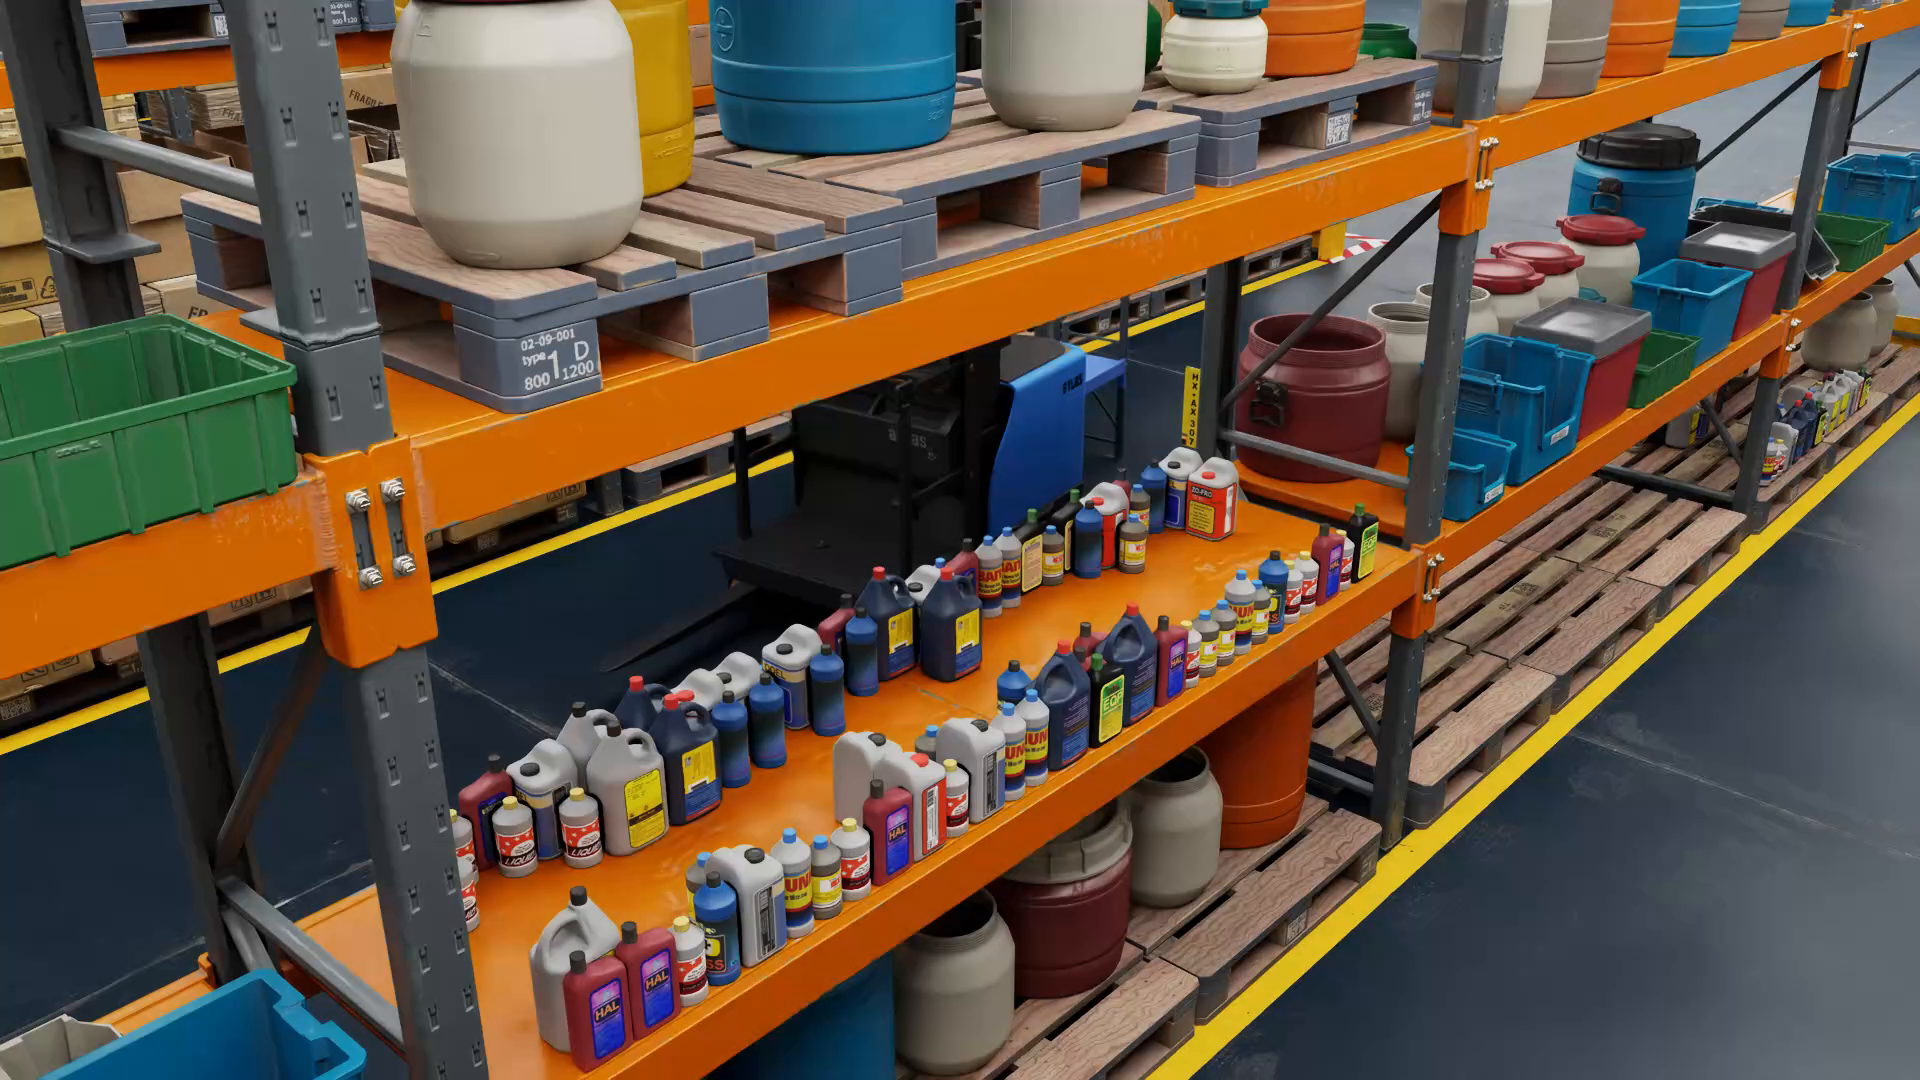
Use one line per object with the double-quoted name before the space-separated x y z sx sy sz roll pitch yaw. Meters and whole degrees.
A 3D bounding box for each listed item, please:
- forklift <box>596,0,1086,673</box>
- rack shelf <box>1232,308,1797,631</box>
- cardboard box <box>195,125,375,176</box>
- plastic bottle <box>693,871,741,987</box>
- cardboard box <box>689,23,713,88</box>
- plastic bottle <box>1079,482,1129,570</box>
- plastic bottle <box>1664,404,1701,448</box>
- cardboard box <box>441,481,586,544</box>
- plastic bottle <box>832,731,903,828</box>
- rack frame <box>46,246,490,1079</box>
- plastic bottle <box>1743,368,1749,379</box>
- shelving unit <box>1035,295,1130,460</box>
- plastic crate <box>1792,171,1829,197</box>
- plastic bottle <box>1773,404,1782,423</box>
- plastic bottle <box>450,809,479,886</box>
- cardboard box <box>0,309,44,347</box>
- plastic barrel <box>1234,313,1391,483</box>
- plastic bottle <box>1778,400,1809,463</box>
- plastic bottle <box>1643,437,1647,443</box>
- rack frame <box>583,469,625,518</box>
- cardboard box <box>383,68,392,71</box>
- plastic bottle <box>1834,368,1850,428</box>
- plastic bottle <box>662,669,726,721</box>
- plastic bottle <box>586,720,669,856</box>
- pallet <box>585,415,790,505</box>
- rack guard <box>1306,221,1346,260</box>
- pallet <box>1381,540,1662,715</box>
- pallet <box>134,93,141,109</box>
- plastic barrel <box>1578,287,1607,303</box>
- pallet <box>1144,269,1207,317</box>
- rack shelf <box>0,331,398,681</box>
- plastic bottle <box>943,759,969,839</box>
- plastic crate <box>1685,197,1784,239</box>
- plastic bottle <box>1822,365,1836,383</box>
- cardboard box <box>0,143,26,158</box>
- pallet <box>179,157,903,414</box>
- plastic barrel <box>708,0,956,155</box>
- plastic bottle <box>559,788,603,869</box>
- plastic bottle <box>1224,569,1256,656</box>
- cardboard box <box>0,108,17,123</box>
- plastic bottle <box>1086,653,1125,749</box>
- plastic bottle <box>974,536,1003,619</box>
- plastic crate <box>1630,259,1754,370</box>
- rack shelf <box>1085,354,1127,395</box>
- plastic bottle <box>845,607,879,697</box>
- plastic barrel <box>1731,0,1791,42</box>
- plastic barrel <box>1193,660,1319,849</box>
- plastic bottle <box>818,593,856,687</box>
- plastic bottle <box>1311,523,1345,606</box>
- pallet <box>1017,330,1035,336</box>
"forklift" -0.526 -1.004 7.907 1.130 2.935 3.031 15 28 30
"rack shelf" 2.671 -0.577 7.749 1.077 0.370 4.000 20 31 38
"cardboard box" -3.290 -1.735 8.105 0.797 0.503 0.637 21 32 39
"plastic bottle" -0.554 0.876 3.787 0.097 0.271 0.097 0 24 0
"cardboard box" -2.722 -4.610 15.681 0.875 0.550 0.550 20 31 38
"plastic bottle" 0.497 -0.054 5.857 0.152 0.276 0.135 20 31 38
"plastic bottle" 4.328 -0.742 9.938 0.144 0.351 0.185 20 31 38
"cardboard box" -2.829 -0.666 9.152 1.225 0.875 0.875 18 30 35
"plastic bottle" -0.237 0.619 4.354 0.152 0.276 0.135 20 31 38
"rack frame" -1.334 0.923 3.525 1.000 3.000 0.127 20 31 38
"plastic bottle" 5.233 -1.221 11.105 0.097 0.271 0.097 0 24 0
"shelving unit" 0.522 -1.068 9.798 0.538 1.500 1.048 15 28 30
"plastic crate" 5.838 -2.428 11.321 0.298 0.136 0.250 20 31 38
"plastic bottle" 4.746 -0.678 9.796 0.144 0.351 0.185 20 31 38
"plastic bottle" -1.255 0.763 4.126 0.097 0.201 0.097 0 24 0
"cardboard box" -4.194 -0.700 7.023 0.500 0.500 0.500 20 31 38
"plastic barrel" 1.420 -0.582 6.715 0.600 0.536 0.708 20 31 38
"plastic bottle" 4.853 -0.639 9.709 0.144 0.351 0.185 21 32 39
"plastic bottle" 4.081 -0.712 9.954 0.061 0.283 0.133 22 32 40
"rack frame" -2.353 -1.648 9.259 1.000 3.000 0.127 20 31 38
"cardboard box" -4.470 -3.602 13.495 0.500 0.500 0.500 20 31 37
"plastic bottle" 5.387 -0.883 10.252 0.144 0.351 0.185 22 32 40
"plastic bottle" -0.731 0.506 4.606 0.152 0.276 0.135 20 31 38
"plastic bottle" -0.857 0.616 4.271 0.144 0.351 0.185 20 31 38
"pallet" -1.830 -0.613 10.360 1.003 0.211 1.213 20 31 38
"rack guard" 2.936 -2.922 15.155 1.175 0.500 0.348 20 31 38
"pallet" 2.696 0.381 8.141 1.003 0.211 1.213 20 31 38
"pallet" -10.200 -5.885 22.118 1.003 0.211 1.213 20 31 38
"plastic barrel" 3.008 -1.090 8.183 0.301 0.262 0.301 0 24 0
"pallet" 1.553 -2.182 13.858 1.003 0.211 1.213 20 31 38
"rack shelf" -2.669 0.492 1.699 1.077 0.370 4.000 20 31 38
"plastic bottle" -0.026 0.667 4.339 0.097 0.201 0.097 0 24 0
"plastic crate" 4.542 -1.858 9.909 0.499 0.251 0.616 20 31 38
"plastic bottle" 5.507 -0.975 10.540 0.061 0.283 0.133 20 31 38
"cardboard box" -6.473 -2.606 11.189 0.380 0.149 0.250 20 31 37
"pallet" -0.884 -0.625 3.542 1.213 0.211 1.003 20 31 38
"plastic barrel" -0.309 -1.428 3.975 0.600 0.901 0.708 20 31 38
"plastic bottle" -0.962 0.723 4.215 0.097 0.201 0.097 0 24 0
"plastic bottle" 0.879 0.222 5.246 0.097 0.271 0.097 0 24 0
"cardboard box" -6.484 -2.869 11.049 0.380 0.149 0.250 21 32 39
"plastic bottle" 0.408 0.443 4.739 0.061 0.283 0.133 20 31 38
"plastic bottle" 0.092 0.116 5.482 0.097 0.271 0.097 0 24 0
"plastic crate" 3.501 -1.086 8.025 0.392 0.384 0.575 20 31 38
"rack shelf" 0.522 -0.904 9.872 0.538 0.185 1.000 15 28 30
"plastic bottle" -0.295 0.330 5.005 0.097 0.271 0.097 0 24 0
"plastic barrel" 3.391 -2.698 7.322 0.600 0.901 0.600 0 24 0
"plastic barrel" 1.022 0.657 6.258 0.600 0.830 0.708 20 31 38
"plastic bottle" -0.366 0.308 5.038 0.061 0.283 0.133 20 31 38
"plastic bottle" 1.229 0.068 5.575 0.061 0.283 0.133 20 31 38
"pallet" -0.202 -1.357 12.018 1.003 0.211 1.213 20 31 38
